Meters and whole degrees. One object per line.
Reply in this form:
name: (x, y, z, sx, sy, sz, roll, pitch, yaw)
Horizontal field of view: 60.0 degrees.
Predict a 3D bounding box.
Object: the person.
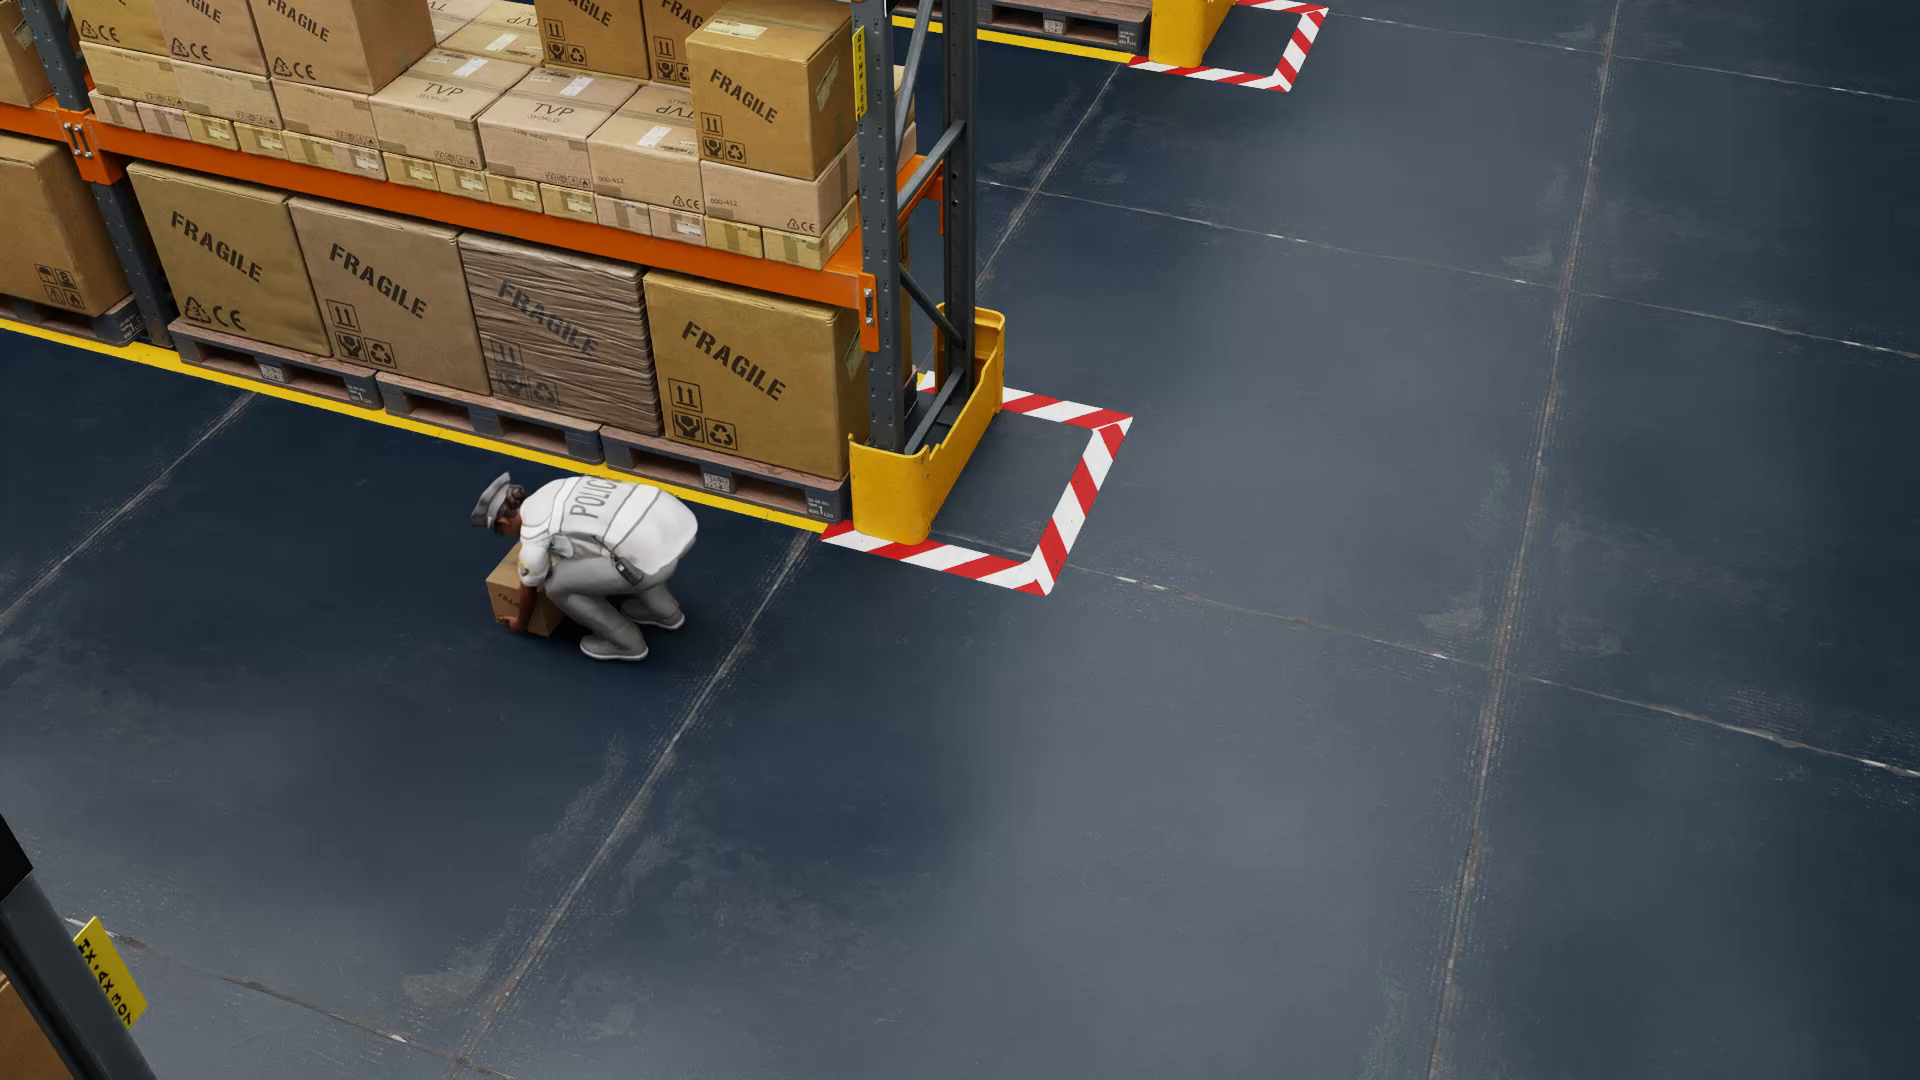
person: (-1.500, 0.096, 6.743, 0.926, 0.792, 0.450, 12, 43, 14)
